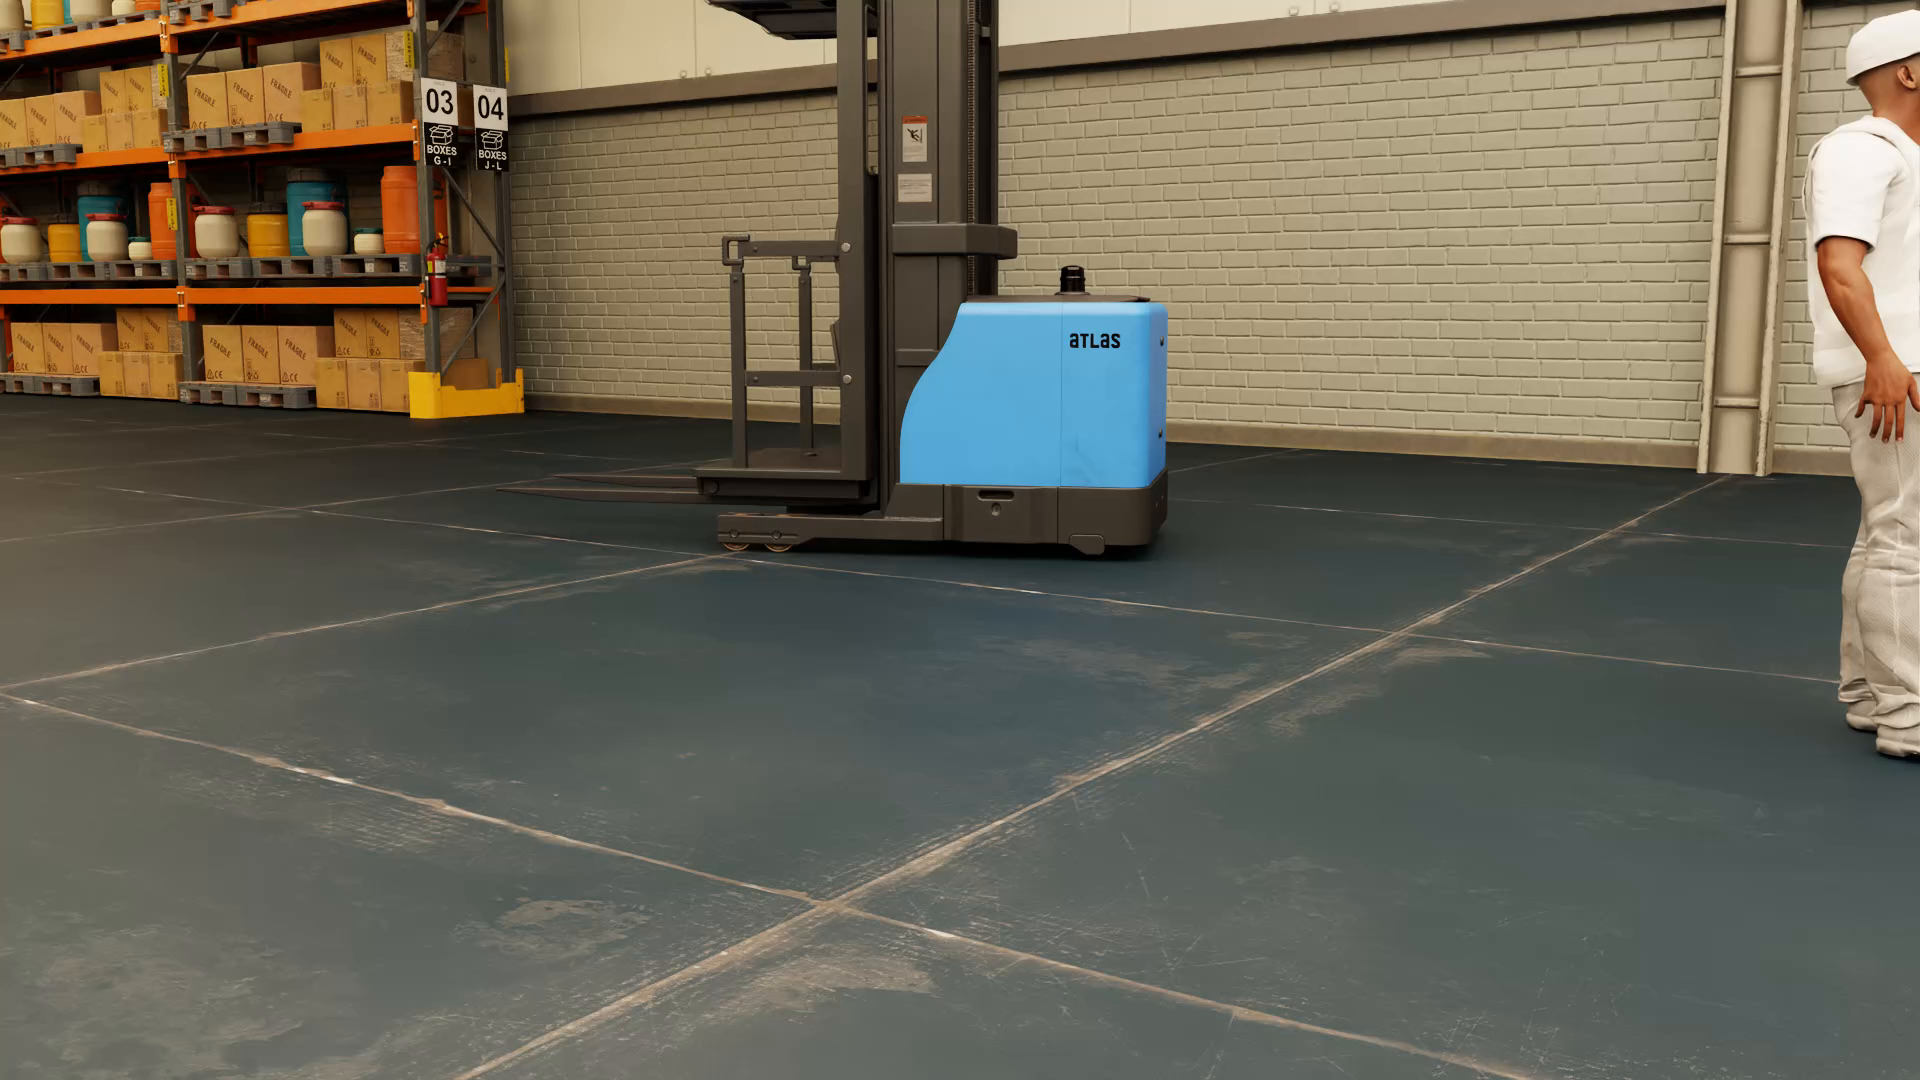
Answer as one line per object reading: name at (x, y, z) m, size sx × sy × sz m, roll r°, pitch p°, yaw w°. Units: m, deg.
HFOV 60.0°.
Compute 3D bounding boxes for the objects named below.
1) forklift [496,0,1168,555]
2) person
forklift at (-0.596, -1.469, 7.520) m, size 3.031 × 2.935 × 1.130 m, roll 2°, pitch 8°, yaw 12°
person at (2.356, -0.392, 4.038) m, size 0.576 × 1.765 × 0.666 m, roll 7°, pitch 10°, yaw 39°
